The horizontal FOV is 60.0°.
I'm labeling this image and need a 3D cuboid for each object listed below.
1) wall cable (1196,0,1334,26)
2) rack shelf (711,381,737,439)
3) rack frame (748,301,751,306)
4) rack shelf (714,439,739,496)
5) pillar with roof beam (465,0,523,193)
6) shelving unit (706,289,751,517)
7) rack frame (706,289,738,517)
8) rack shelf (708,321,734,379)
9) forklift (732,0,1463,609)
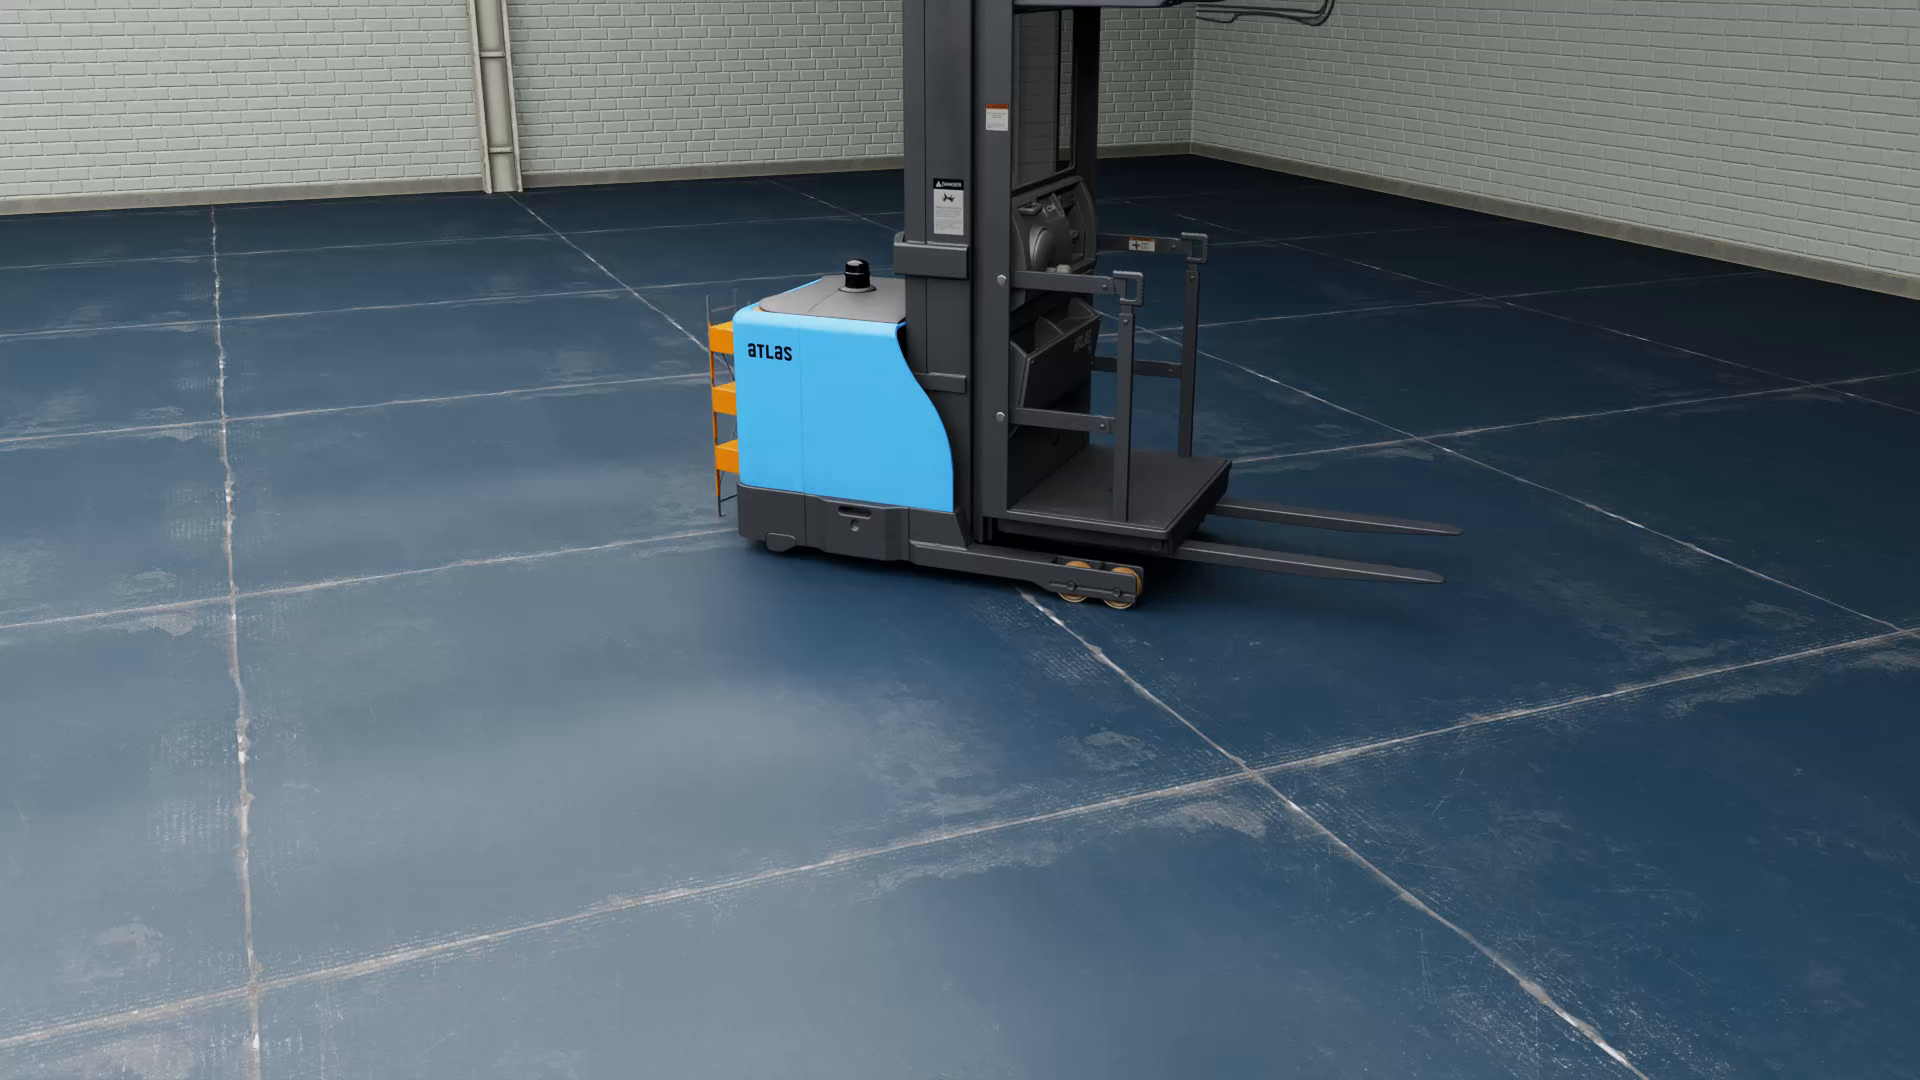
[{"bbox_3d":[3.612,-7.472,19.870,0.112,2.526,3.097,-8,21,-22],"label":"wall cable"},{"bbox_3d":[-0.981,-0.597,7.670,0.240,0.259,0.215,13,23,32],"label":"rack shelf"},{"bbox_3d":[-0.880,-0.585,7.601,0.008,1.050,0.200,13,23,32],"label":"rack frame"},{"bbox_3d":[-0.981,-0.335,7.762,0.240,0.259,0.215,13,23,32],"label":"rack shelf"},{"bbox_3d":[-3.420,-6.851,13.429,0.400,9.000,9.100,-8,21,-22],"label":"pillar with roof beam"},{"bbox_3d":[-0.981,-0.607,7.666,0.252,1.050,0.215,13,23,32],"label":"shelving unit"},{"bbox_3d":[-1.082,-0.630,7.731,0.008,1.050,0.200,13,23,32],"label":"rack frame"},{"bbox_3d":[-0.981,-0.865,7.575,0.240,0.259,0.215,13,23,32],"label":"rack shelf"},{"bbox_3d":[0.582,-1.303,6.810,3.031,2.935,1.130,8,21,21],"label":"forklift"}]
